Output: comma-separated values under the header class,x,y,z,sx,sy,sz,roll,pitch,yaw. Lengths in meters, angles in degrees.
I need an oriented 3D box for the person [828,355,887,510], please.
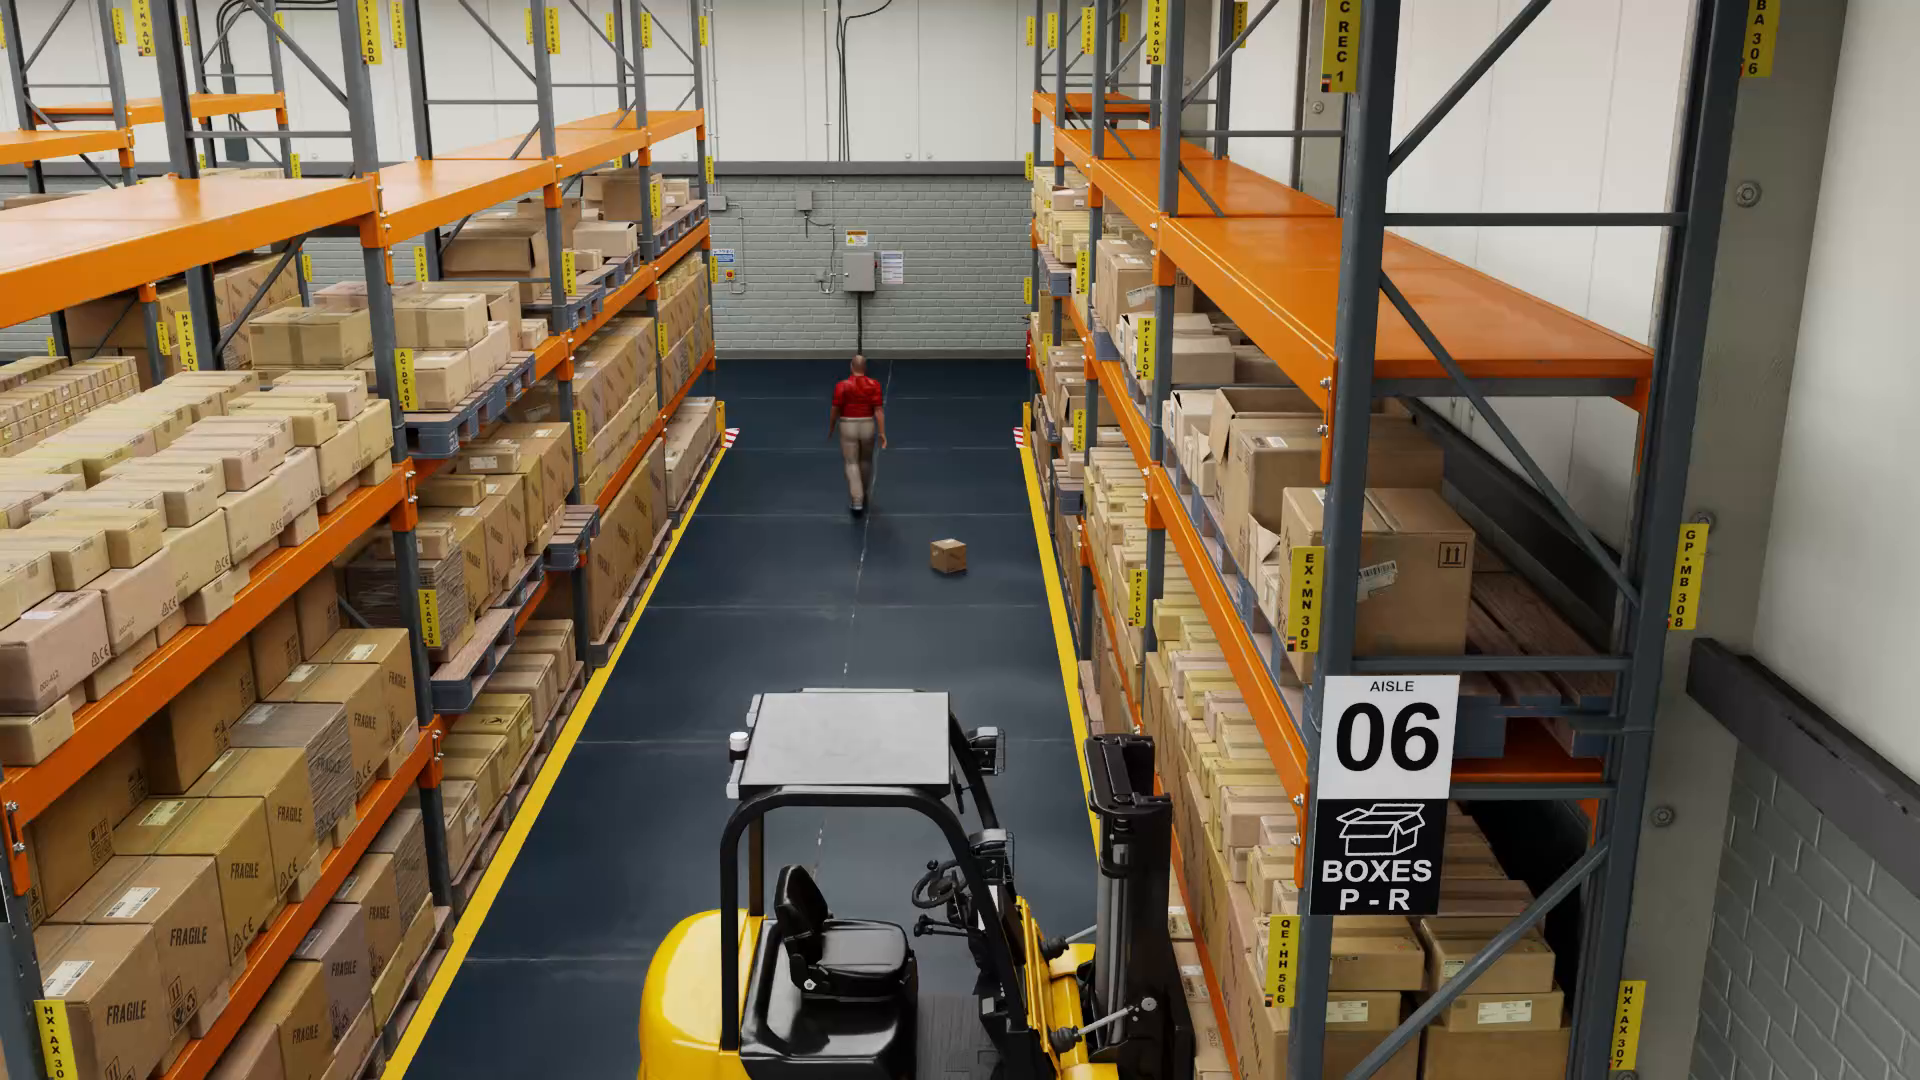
class,x,y,z,sx,sy,sz,roll,pitch,yaw
person,-1.137,-1.210,18.111,0.574,1.670,1.013,-5,18,-16
